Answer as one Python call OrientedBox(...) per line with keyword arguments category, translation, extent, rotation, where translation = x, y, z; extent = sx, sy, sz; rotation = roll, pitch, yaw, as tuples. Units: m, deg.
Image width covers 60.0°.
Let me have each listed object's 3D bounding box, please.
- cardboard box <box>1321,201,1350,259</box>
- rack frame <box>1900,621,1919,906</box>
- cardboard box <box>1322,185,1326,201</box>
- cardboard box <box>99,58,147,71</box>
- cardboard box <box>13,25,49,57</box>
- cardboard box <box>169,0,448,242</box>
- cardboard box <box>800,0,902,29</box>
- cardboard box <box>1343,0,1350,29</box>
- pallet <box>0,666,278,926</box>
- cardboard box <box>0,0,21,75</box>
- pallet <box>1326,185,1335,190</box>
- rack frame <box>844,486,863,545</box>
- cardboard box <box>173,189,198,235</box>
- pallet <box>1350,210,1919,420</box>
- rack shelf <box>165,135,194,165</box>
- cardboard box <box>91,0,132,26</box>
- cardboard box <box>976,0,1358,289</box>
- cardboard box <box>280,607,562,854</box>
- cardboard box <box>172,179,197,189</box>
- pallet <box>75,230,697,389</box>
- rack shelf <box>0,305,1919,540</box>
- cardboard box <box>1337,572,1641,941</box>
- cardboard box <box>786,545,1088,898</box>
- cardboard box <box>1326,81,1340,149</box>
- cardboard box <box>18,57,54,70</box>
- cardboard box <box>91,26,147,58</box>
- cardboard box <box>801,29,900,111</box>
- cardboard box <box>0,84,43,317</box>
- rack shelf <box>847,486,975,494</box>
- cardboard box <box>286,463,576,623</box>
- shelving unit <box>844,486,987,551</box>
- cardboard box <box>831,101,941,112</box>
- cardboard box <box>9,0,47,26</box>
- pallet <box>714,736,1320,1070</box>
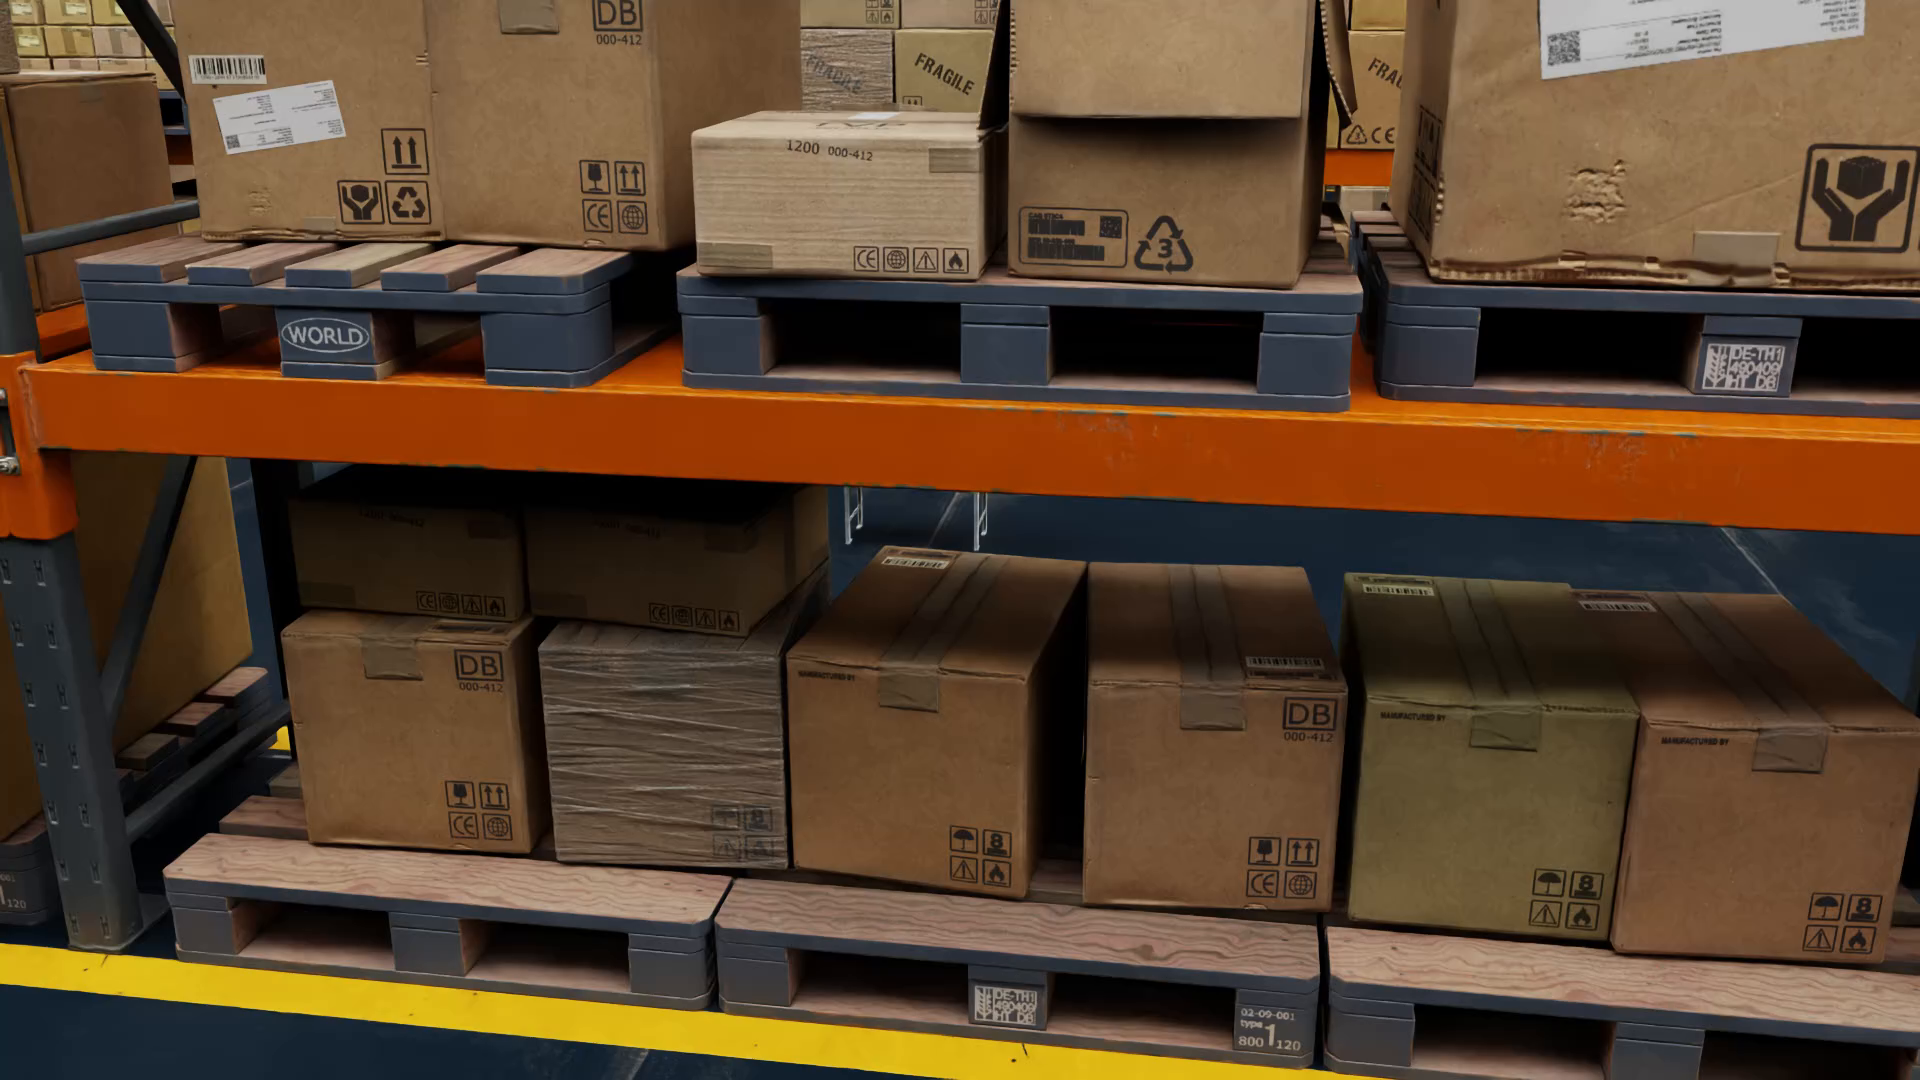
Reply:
OrientedBox(category="cardboard box", translation=(1.455, -1.213, 8.084), extent=(0.750, 0.750, 1.050), rotation=(3, 19, 9))
OrientedBox(category="rack frame", translation=(2.147, -0.479, 3.007), extent=(0.127, 3.000, 1.000), rotation=(3, 19, 9))
OrientedBox(category="cardboard box", translation=(2.490, -2.597, 12.818), extent=(0.625, 0.372, 0.950), rotation=(4, 19, 12))
OrientedBox(category="cardboard box", translation=(-4.028, -2.321, 8.245), extent=(0.250, 0.149, 0.380), rotation=(3, 19, 9))
OrientedBox(category="cardboard box", translation=(-4.549, -2.488, 8.276), extent=(0.250, 0.149, 0.380), rotation=(3, 19, 10))
OrientedBox(category="cardboard box", translation=(-1.263, -0.912, 3.483), extent=(0.500, 0.500, 0.500), rotation=(1, 19, 2))
OrientedBox(category="cardboard box", translation=(-0.474, -2.725, 7.986), extent=(0.500, 0.500, 0.700), rotation=(3, 19, 8))
OrientedBox(category="cardboard box", translation=(1.535, -2.623, 7.683), extent=(0.500, 0.500, 0.700), rotation=(3, 19, 9))
OrientedBox(category="pallet", translation=(-2.569, 0.579, 4.240), extent=(1.213, 0.211, 1.003), rotation=(3, 19, 9))
OrientedBox(category="cardboard box", translation=(-2.522, -1.245, 3.559), extent=(0.637, 0.503, 0.797), rotation=(4, 19, 11))
OrientedBox(category="pallet", translation=(3.769, -3.841, 17.451), extent=(1.213, 0.211, 1.003), rotation=(3, 19, 9))
OrientedBox(category="rack frame", translation=(-0.404, -0.590, 6.174), extent=(0.015, 1.200, 0.240), rotation=(3, 19, 9))
OrientedBox(category="cardboard box", translation=(-4.177, -1.680, 8.692), extent=(0.500, 0.250, 0.500), rotation=(2, 19, 6))
OrientedBox(category="pallet", translation=(1.416, -0.472, 3.289), extent=(1.213, 0.211, 1.003), rotation=(3, 19, 9))
OrientedBox(category="rack shelf", translation=(-2.890, -1.989, 8.653), extent=(4.000, 0.370, 1.077), rotation=(3, 19, 9))
OrientedBox(category="cardboard box", translation=(-4.020, -2.603, 8.151), extent=(0.250, 0.149, 0.380), rotation=(3, 19, 9))
OrientedBox(category="cardboard box", translation=(0.421, -0.785, 3.098), extent=(0.637, 0.503, 0.797), rotation=(5, 19, 14))
OrientedBox(category="cardboard box", translation=(-1.138, 0.324, 3.854), extent=(0.500, 0.500, 0.700), rotation=(2, 19, 6))
OrientedBox(category="cardboard box", translation=(-4.090, -1.841, 9.175), extent=(0.500, 0.250, 0.500), rotation=(2, 19, 7))
OrientedBox(category="pallet", translation=(-1.082, -0.587, 3.632), extent=(1.003, 0.211, 1.213), rotation=(3, 19, 9))
OrientedBox(category="rack shelf", translation=(0.172, -0.238, 3.422), extent=(4.000, 0.370, 1.077), rotation=(3, 19, 9))
OrientedBox(category="cardboard box", translation=(1.076, 0.430, 3.536), extent=(0.500, 0.500, 0.700), rotation=(3, 19, 8))
OrientedBox(category="cardboard box", translation=(-0.027, 0.374, 3.703), extent=(0.500, 0.500, 0.700), rotation=(5, 19, 13))
OrientedBox(category="cardboard box", translation=(1.478, -2.069, 7.600), extent=(0.500, 0.500, 0.500), rotation=(3, 19, 9))
OrientedBox(category="cardboard box", translation=(-4.549, -2.346, 8.323), extent=(0.250, 0.149, 0.380), rotation=(2, 19, 6))
OrientedBox(category="cardboard box", translation=(-4.038, -2.462, 8.200), extent=(0.250, 0.149, 0.380), rotation=(3, 19, 10))
OrientedBox(category="cardboard box", translation=(-0.515, -2.169, 7.902), extent=(0.500, 0.500, 0.500), rotation=(3, 19, 9))
OrientedBox(category="cardboard box", translation=(-2.329, -0.675, 3.435), extent=(0.500, 0.500, 0.500), rotation=(4, 19, 10))
OrientedBox(category="rack shelf", translation=(-0.163, -0.289, 6.234), extent=(0.480, 0.148, 0.258), rotation=(3, 19, 9))
OrientedBox(category="cardboard box", translation=(-1.136, -0.035, 3.744), extent=(0.500, 0.250, 0.500), rotation=(4, 19, 11))
OrientedBox(category="shelving unit", translation=(-0.163, -0.577, 6.138), extent=(0.503, 1.200, 0.258), rotation=(3, 19, 9))
OrientedBox(category="cardboard box", translation=(-0.113, -0.816, 3.566), extent=(0.258, 0.266, 0.396), rotation=(2, 19, 7))
OrientedBox(category="cardboard box", translation=(-4.549, -2.629, 8.228), extent=(0.250, 0.149, 0.380), rotation=(4, 19, 11))
OrientedBox(category="pallet", translation=(0.170, 0.744, 3.747), extent=(1.213, 0.211, 1.003), rotation=(3, 19, 9))
